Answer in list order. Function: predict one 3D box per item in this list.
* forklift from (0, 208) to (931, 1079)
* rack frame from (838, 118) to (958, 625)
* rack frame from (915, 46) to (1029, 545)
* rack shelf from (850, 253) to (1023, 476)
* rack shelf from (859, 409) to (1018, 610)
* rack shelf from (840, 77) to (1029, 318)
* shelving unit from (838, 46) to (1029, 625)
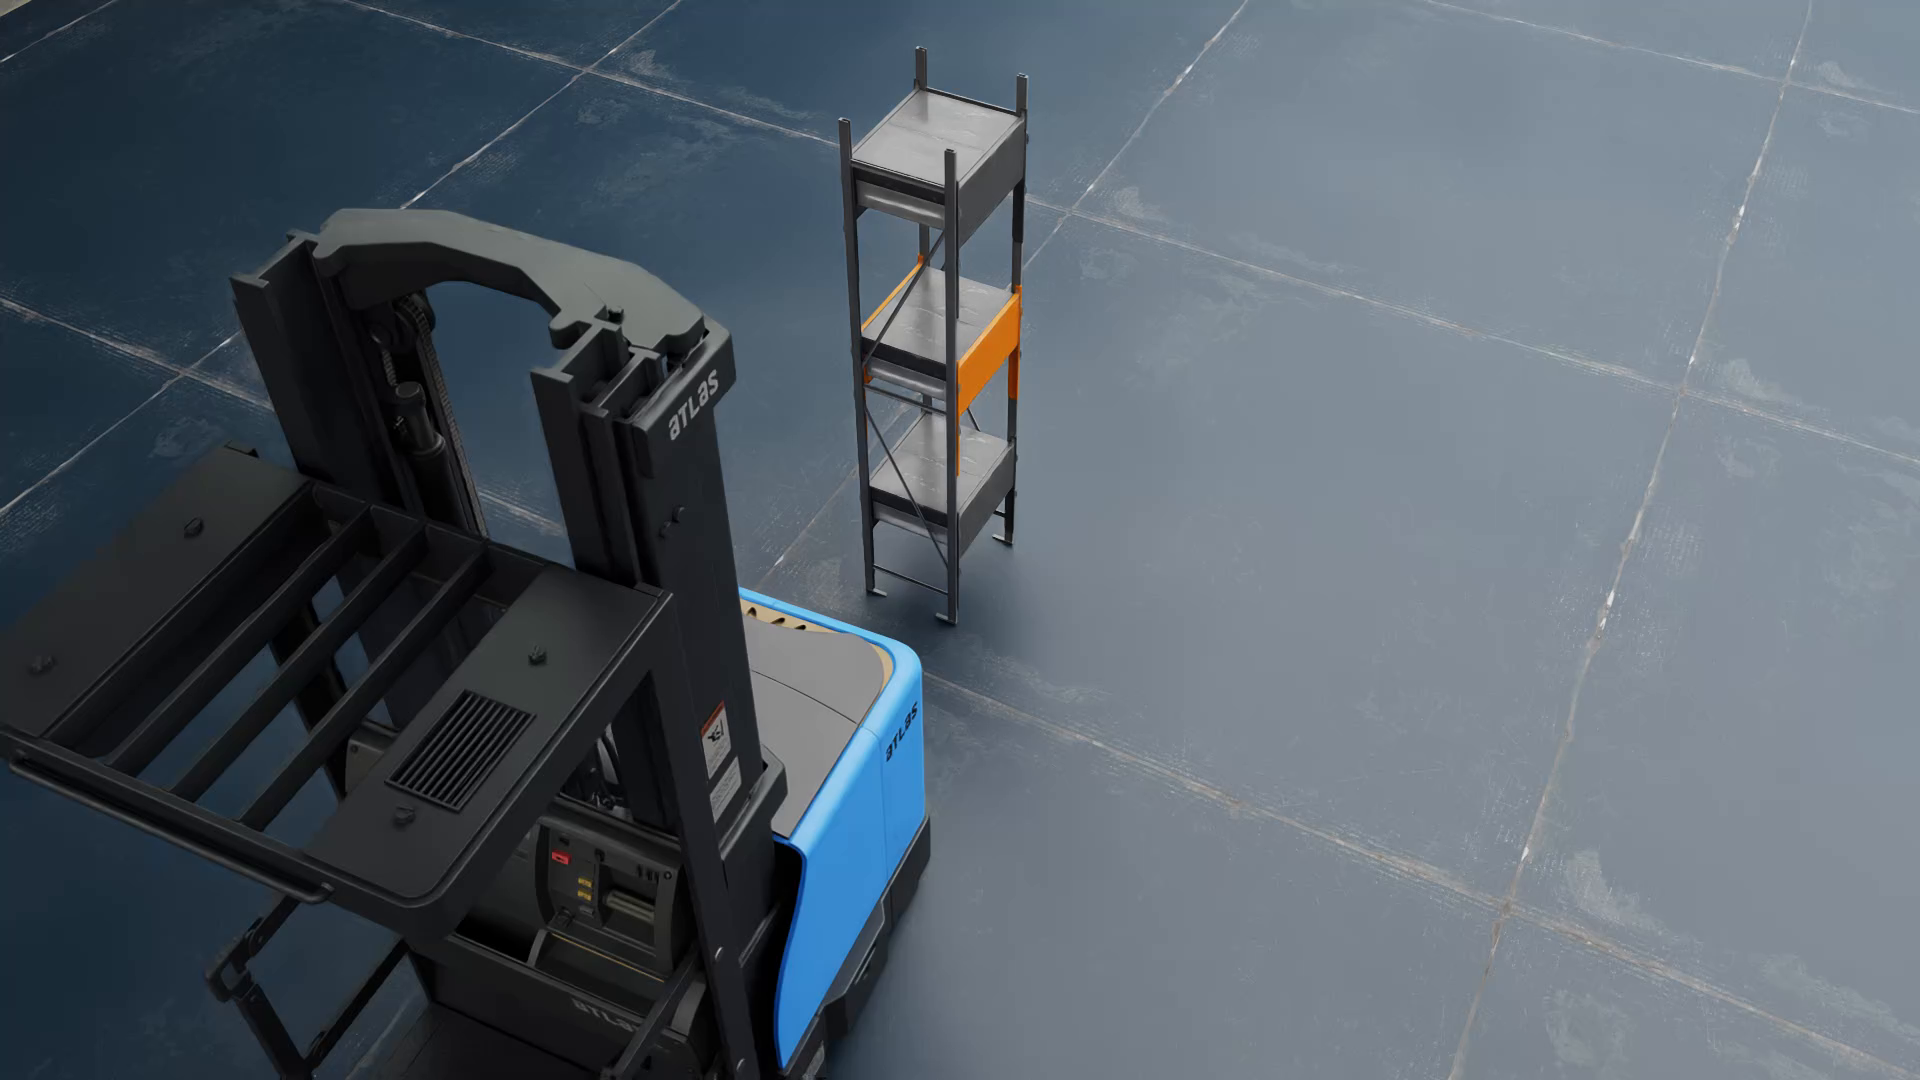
[{"bbox_3d":[-1.162,0.864,3.836,1.130,2.935,3.031,18,48,17],"label":"forklift"},{"bbox_3d":[-0.190,-0.480,5.748,0.400,2.100,0.015,20,49,19],"label":"rack frame"},{"bbox_3d":[0.036,-0.788,6.052,0.400,2.100,0.015,20,49,19],"label":"rack frame"},{"bbox_3d":[-0.077,-0.624,5.910,0.431,0.518,0.480,20,49,19],"label":"rack shelf"},{"bbox_3d":[-0.077,-0.132,6.408,0.431,0.518,0.480,20,49,19],"label":"rack shelf"},{"bbox_3d":[-0.077,-1.116,5.412,0.431,0.518,0.480,20,49,19],"label":"rack shelf"},{"bbox_3d":[-0.077,-0.634,5.900,0.431,2.100,0.503,20,49,19],"label":"shelving unit"}]
